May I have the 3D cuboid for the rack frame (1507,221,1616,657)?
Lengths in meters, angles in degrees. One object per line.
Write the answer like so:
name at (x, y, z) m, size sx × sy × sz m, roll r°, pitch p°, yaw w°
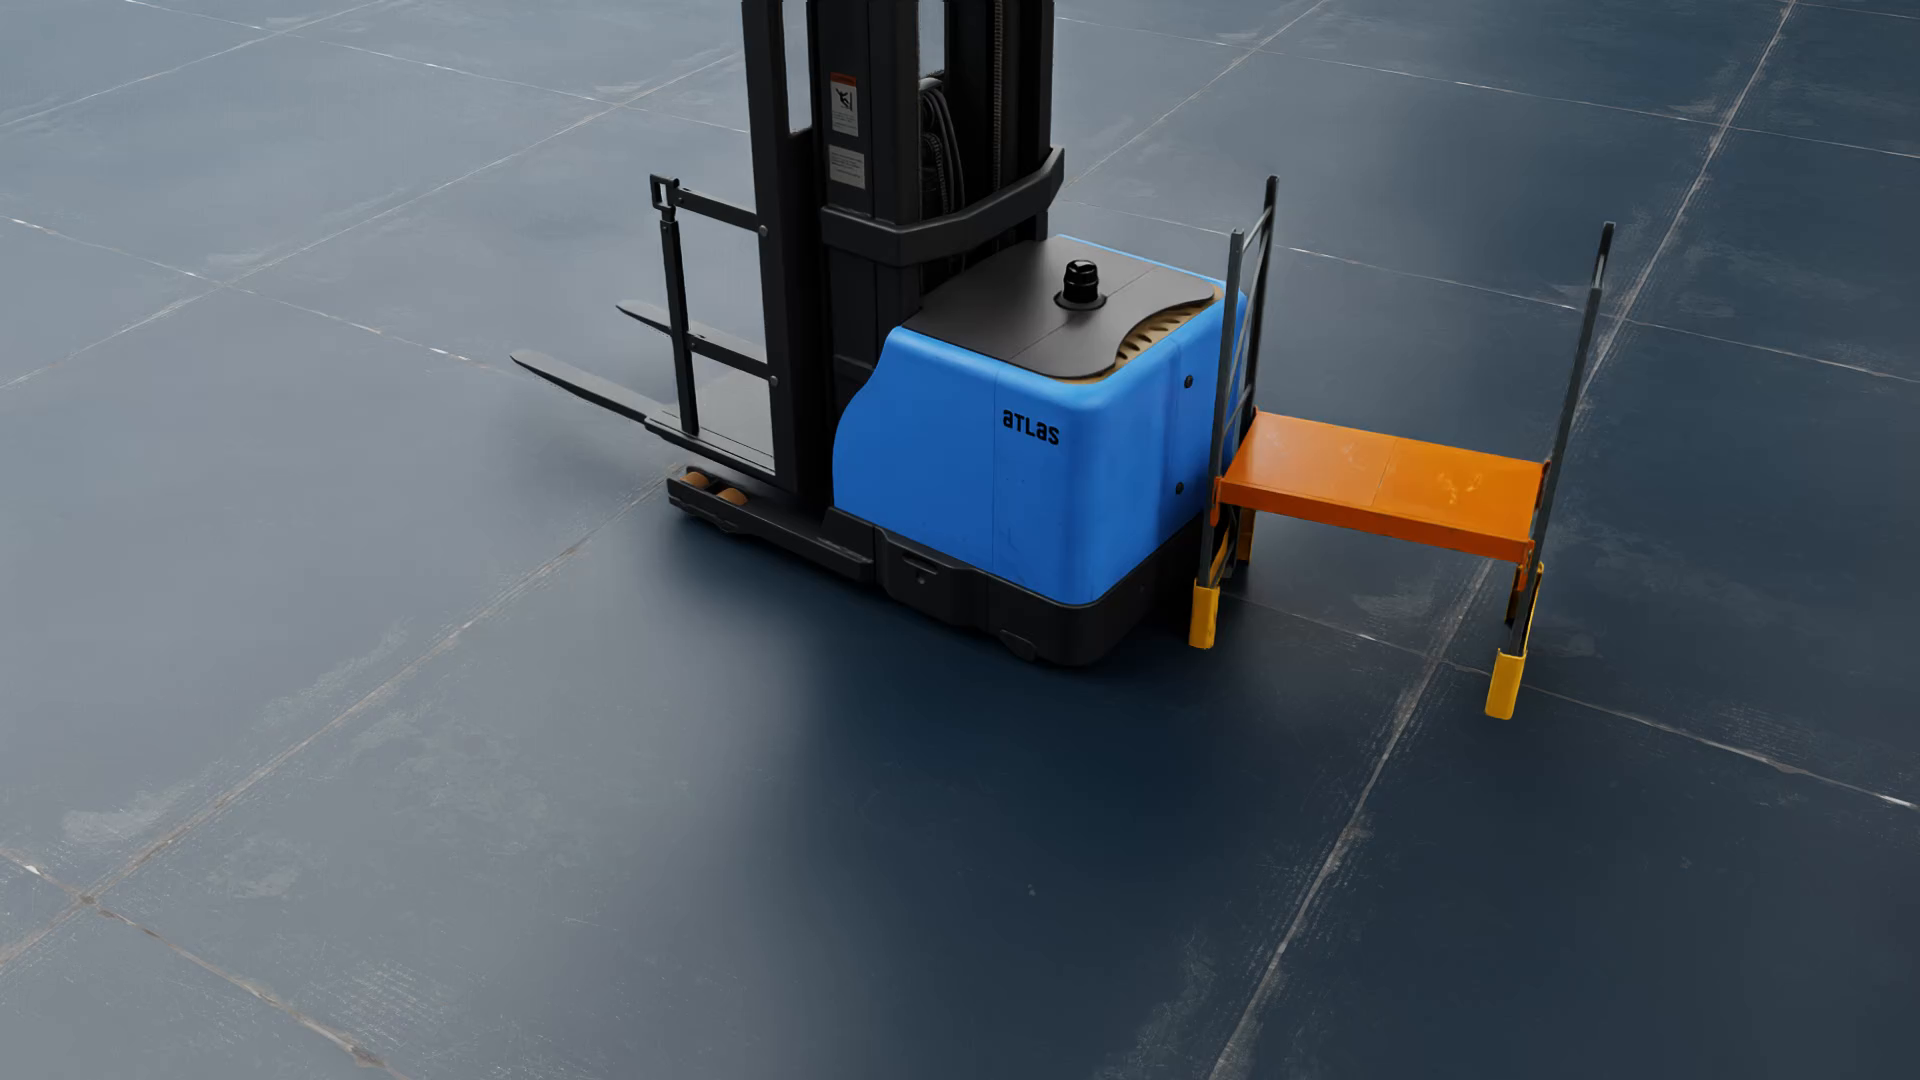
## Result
rack frame at (1.850, -0.198, 5.193) m, size 0.032 × 1.500 × 0.500 m, roll 13°, pitch 36°, yaw 18°

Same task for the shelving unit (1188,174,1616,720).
shelving unit at (1.387, -0.301, 5.349) m, size 1.083 × 1.500 × 0.587 m, roll 13°, pitch 36°, yaw 18°

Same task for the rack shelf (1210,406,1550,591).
rack shelf at (1.379, -0.153, 5.451) m, size 1.000 × 0.185 × 0.538 m, roll 13°, pitch 36°, yaw 18°

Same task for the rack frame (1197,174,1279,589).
rack frame at (0.907, -0.408, 5.510) m, size 0.032 × 1.500 × 0.500 m, roll 13°, pitch 36°, yaw 18°

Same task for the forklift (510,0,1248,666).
forklift at (-0.496, -1.457, 5.793) m, size 3.031 × 2.935 × 1.130 m, roll 23°, pitch 40°, yaw 30°

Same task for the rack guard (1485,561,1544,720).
rack guard at (1.849, 0.322, 5.540) m, size 0.087 × 0.250 × 0.587 m, roll 13°, pitch 36°, yaw 18°

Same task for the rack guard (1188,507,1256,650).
rack guard at (0.925, 0.116, 5.850) m, size 0.087 × 0.250 × 0.587 m, roll 13°, pitch 36°, yaw 18°
